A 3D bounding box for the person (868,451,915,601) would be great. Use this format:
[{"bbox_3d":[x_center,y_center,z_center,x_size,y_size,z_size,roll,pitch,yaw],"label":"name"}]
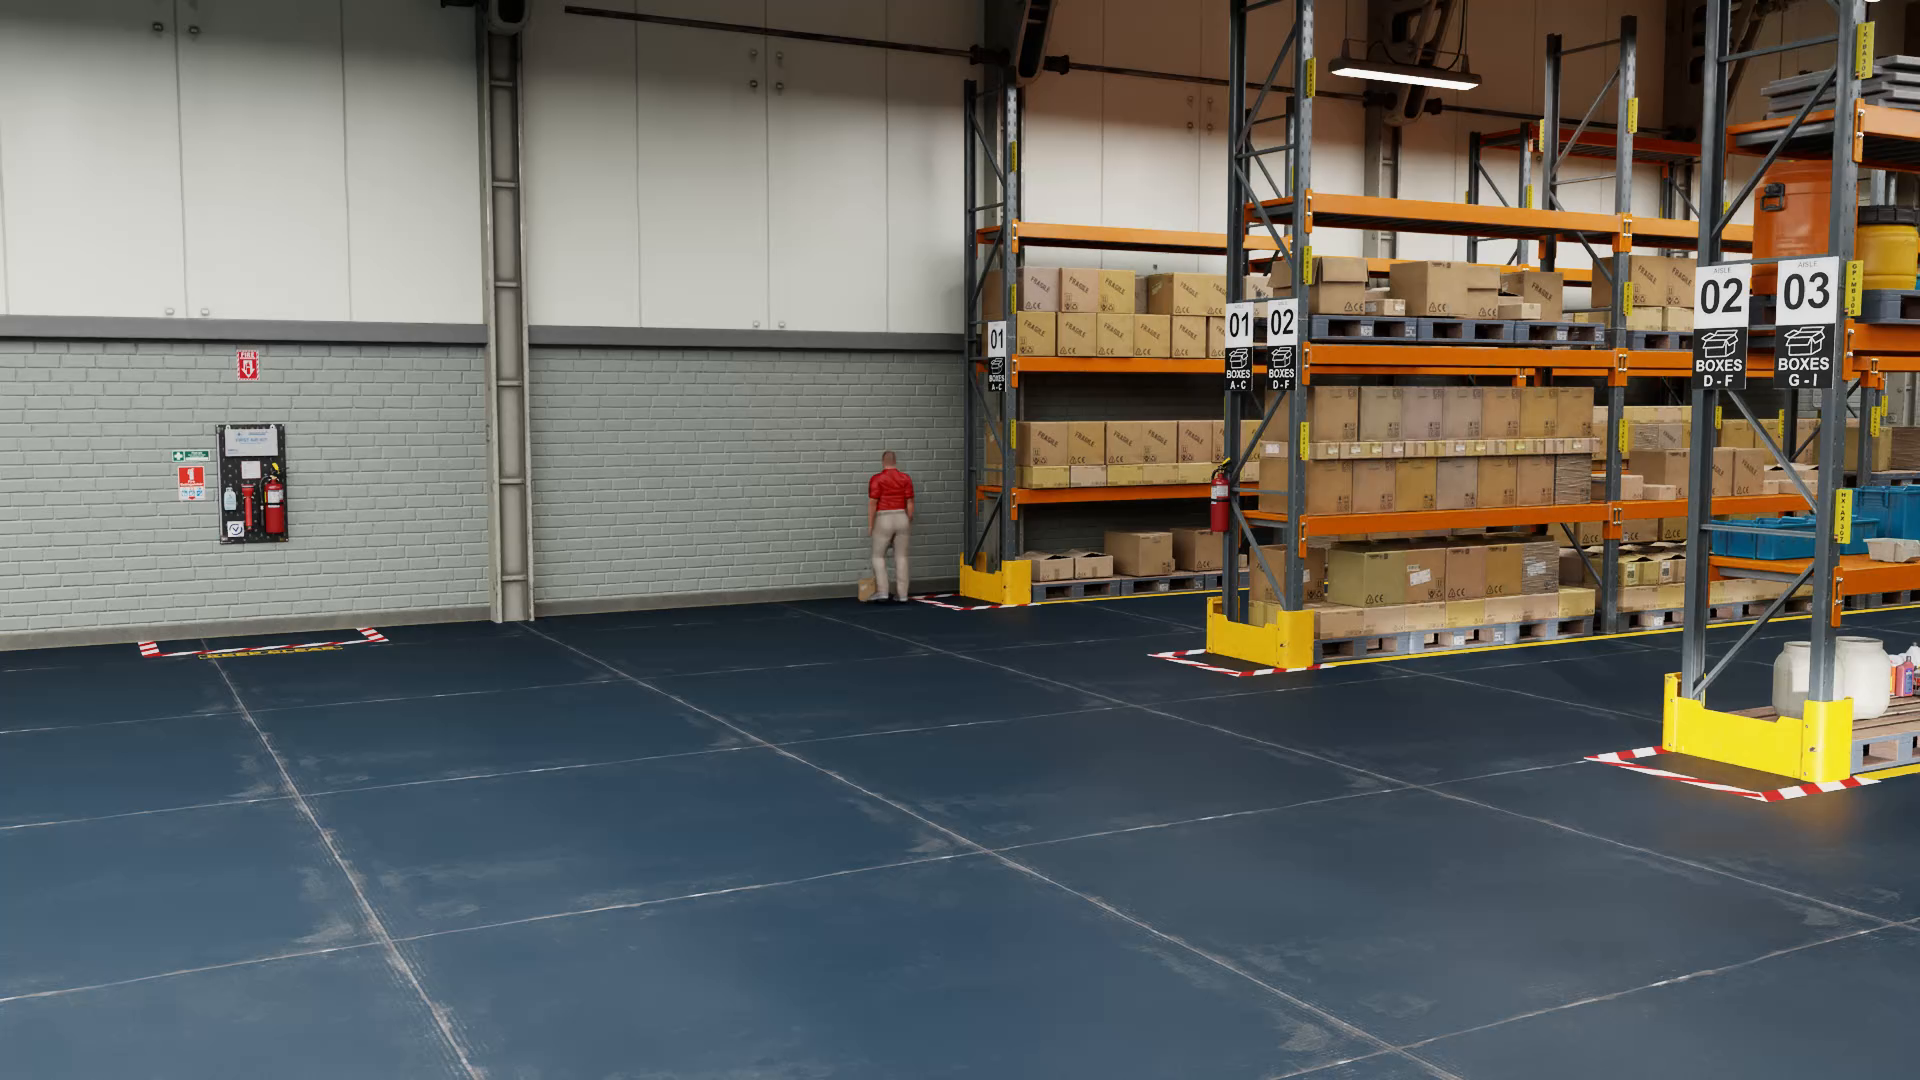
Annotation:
[{"bbox_3d":[-0.782,-0.158,18.988,0.552,1.717,0.424,-2,5,-21],"label":"person"}]
